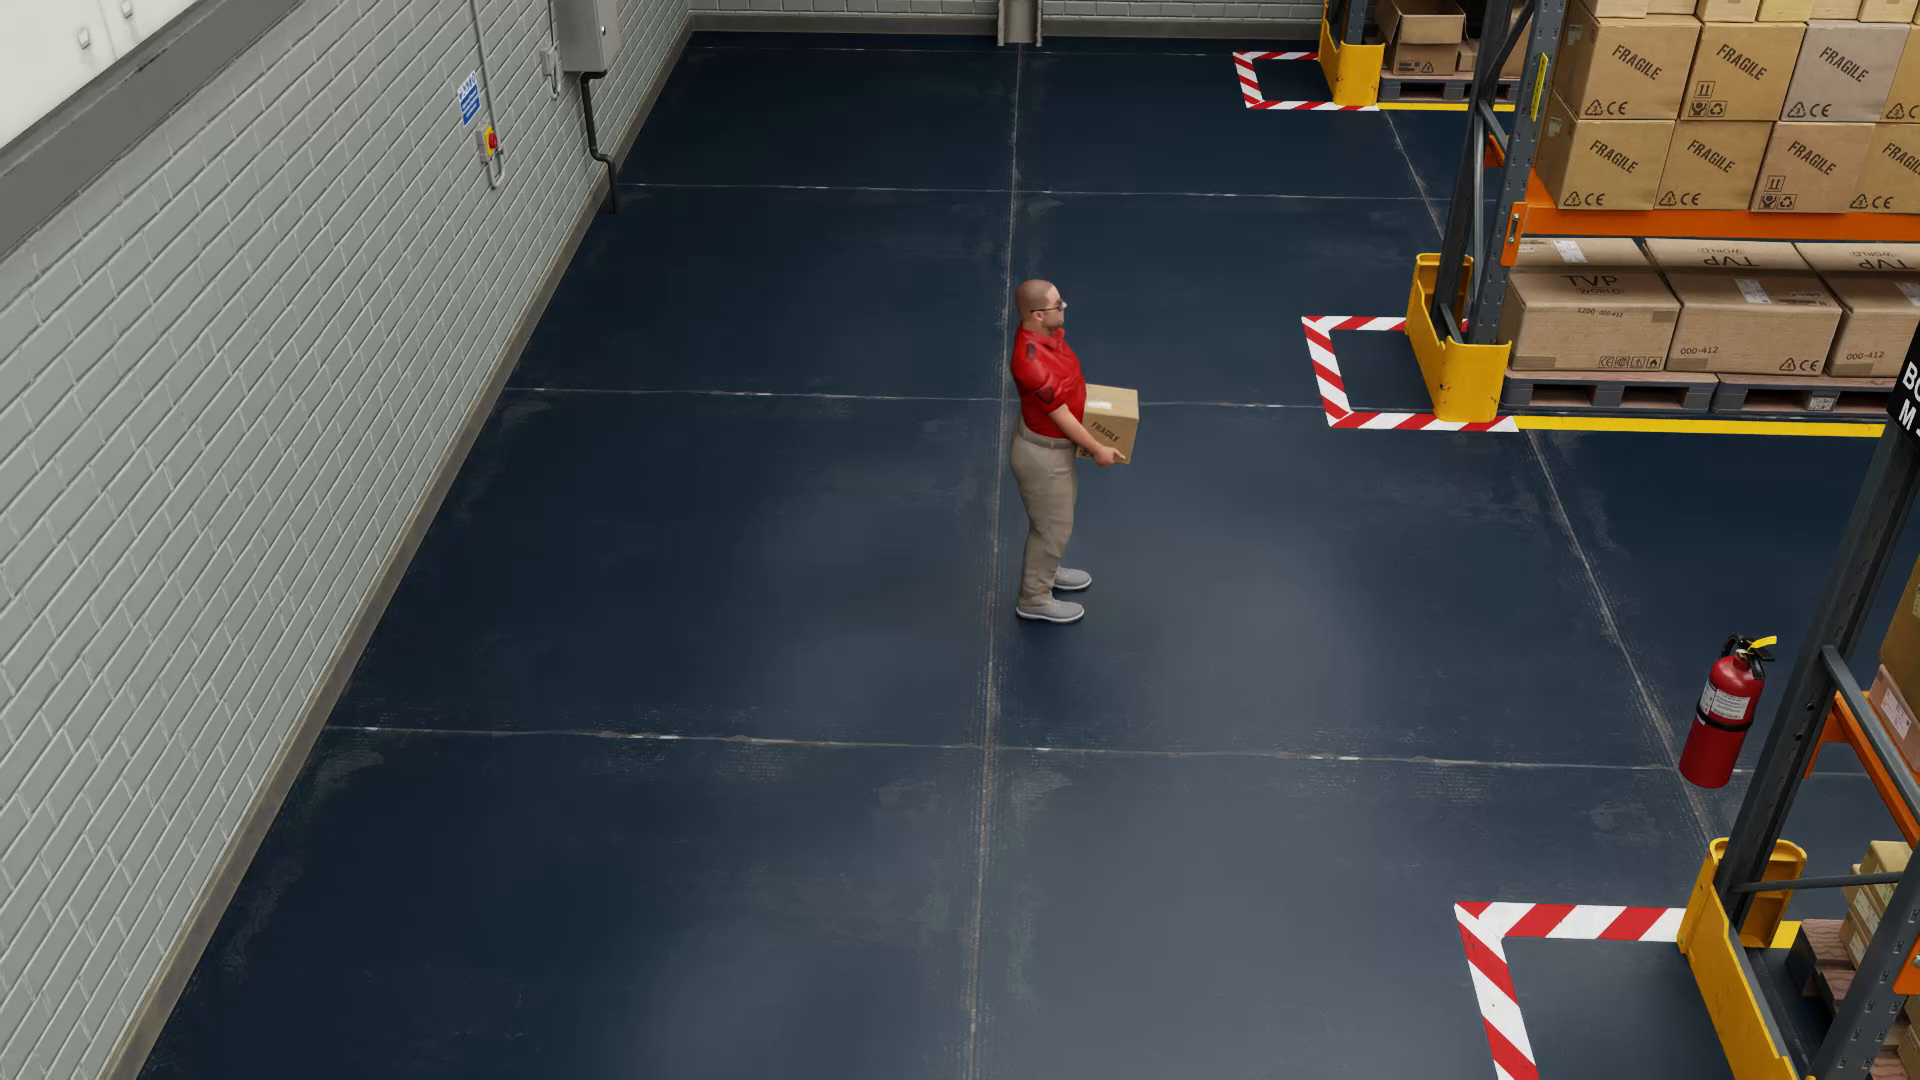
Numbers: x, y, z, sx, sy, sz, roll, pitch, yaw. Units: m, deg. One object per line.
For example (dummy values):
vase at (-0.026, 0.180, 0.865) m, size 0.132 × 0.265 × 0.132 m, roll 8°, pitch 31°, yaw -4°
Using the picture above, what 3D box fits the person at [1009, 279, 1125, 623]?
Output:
person at (0.496, -0.421, 7.734) m, size 0.530 × 1.714 × 0.494 m, roll 2°, pitch 36°, yaw 3°
